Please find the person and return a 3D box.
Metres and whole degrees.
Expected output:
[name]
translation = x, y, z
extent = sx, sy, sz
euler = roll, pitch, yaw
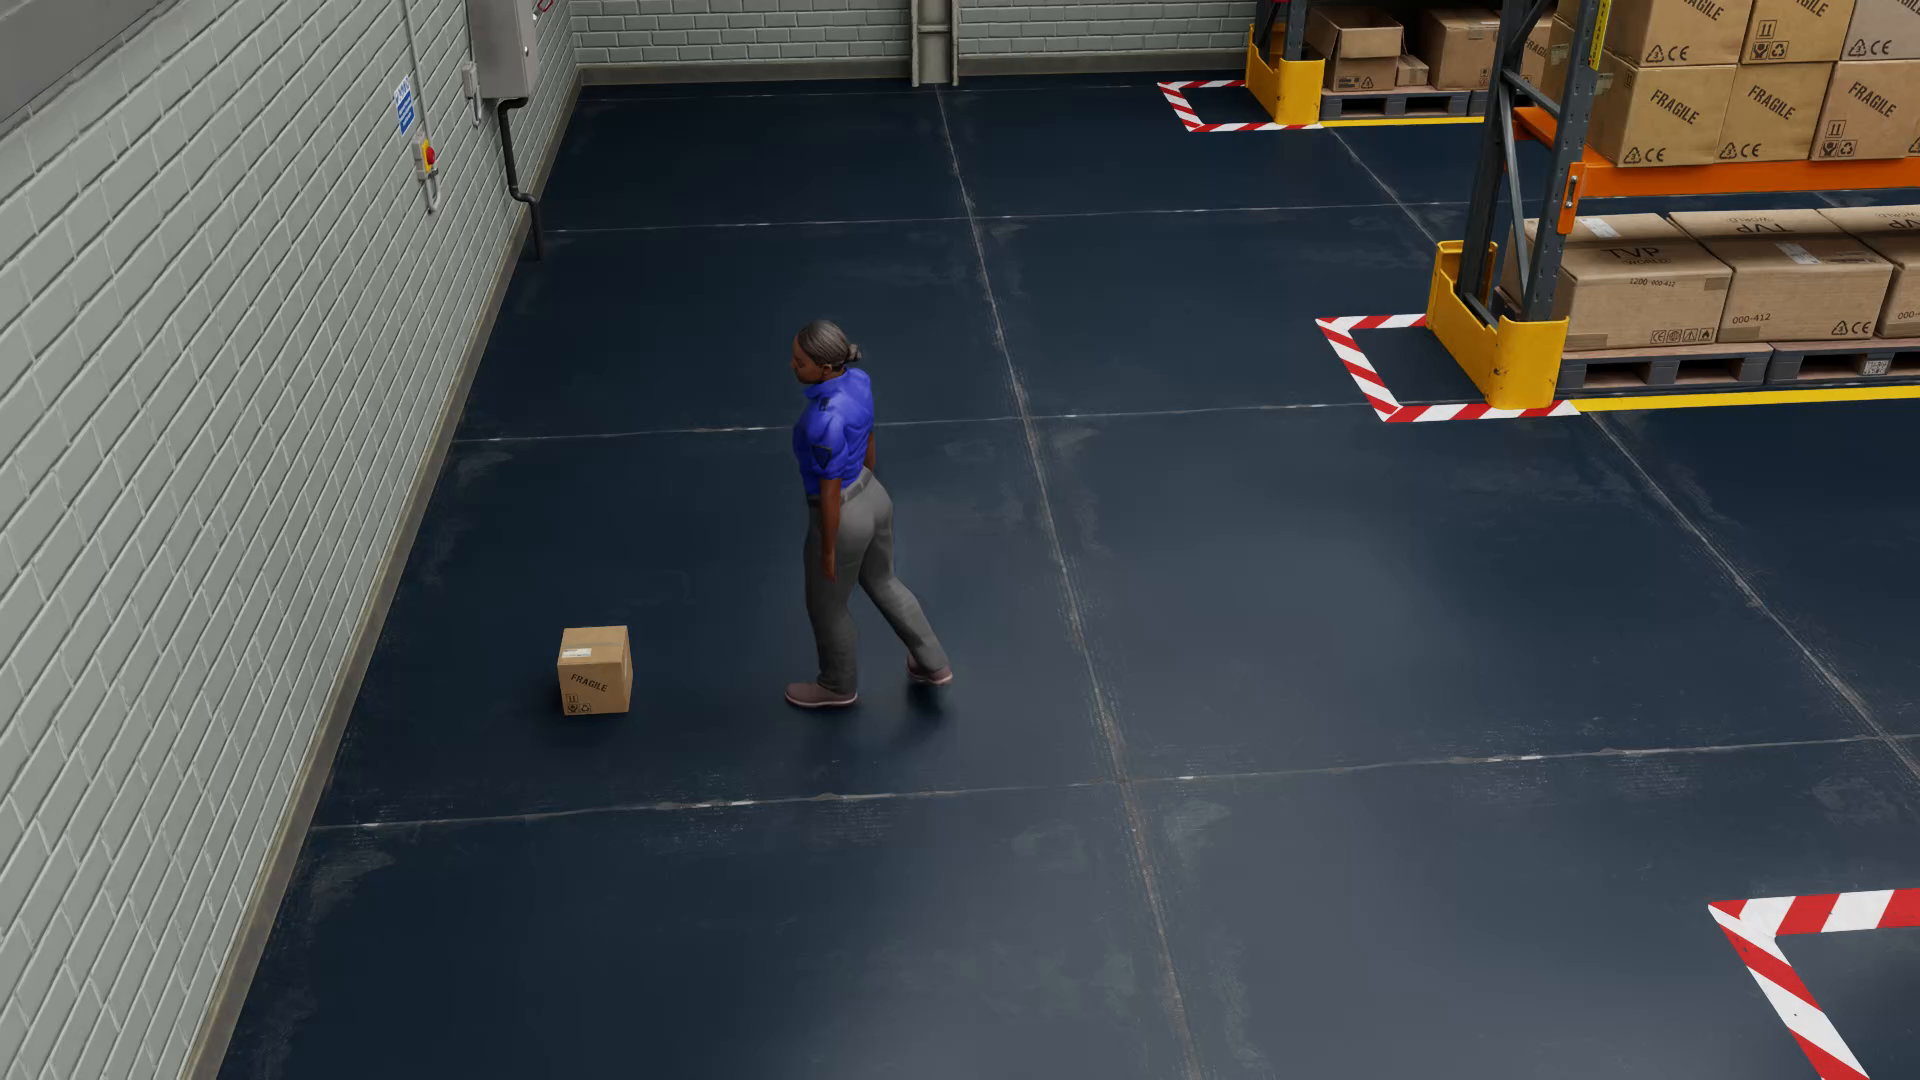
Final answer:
[person]
translation = -0.360, -0.070, 6.244
extent = 0.656, 1.652, 0.479
euler = 11, 33, 17
